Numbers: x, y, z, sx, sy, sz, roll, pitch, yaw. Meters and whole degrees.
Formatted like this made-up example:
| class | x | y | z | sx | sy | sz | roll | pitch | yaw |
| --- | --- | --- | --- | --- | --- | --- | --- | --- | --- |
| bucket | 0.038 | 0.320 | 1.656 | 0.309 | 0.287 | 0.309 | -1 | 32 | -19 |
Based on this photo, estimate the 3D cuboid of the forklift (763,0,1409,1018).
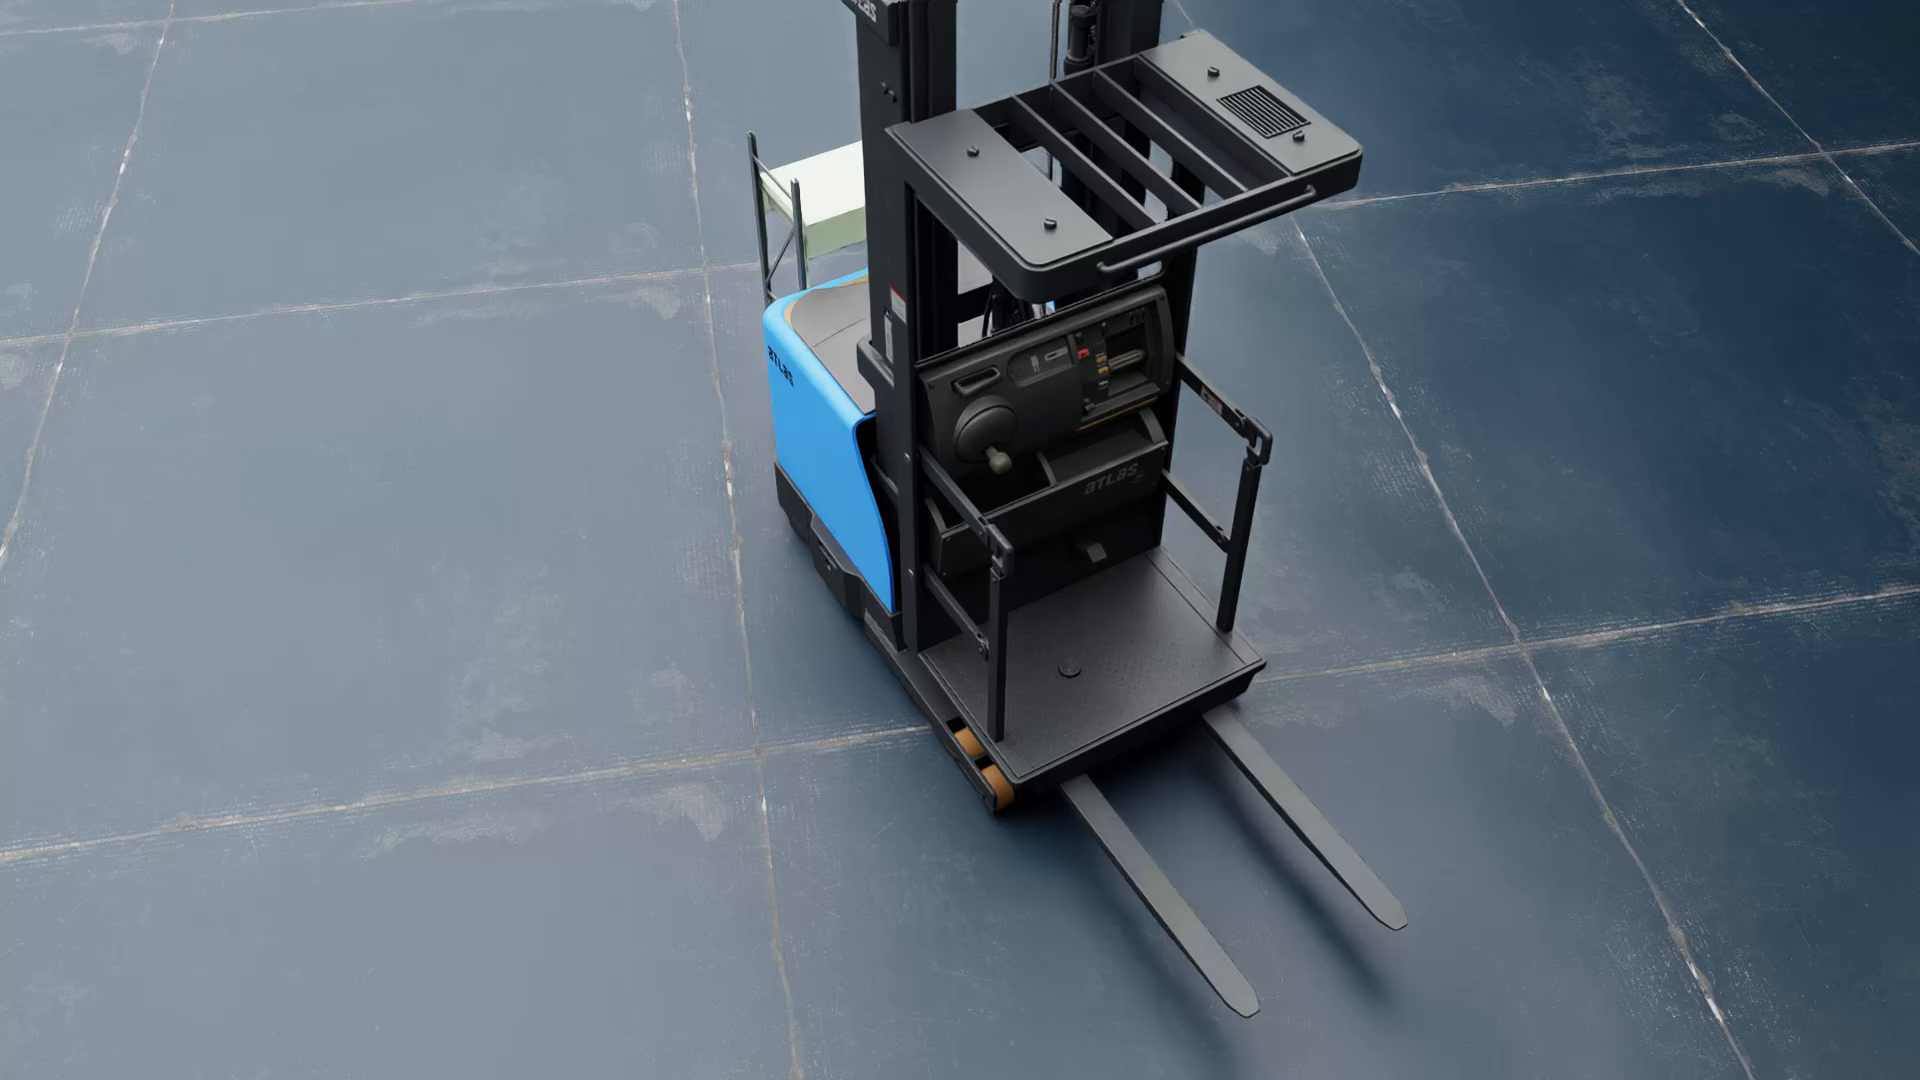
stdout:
| class | x | y | z | sx | sy | sz | roll | pitch | yaw |
| --- | --- | --- | --- | --- | --- | --- | --- | --- | --- |
| forklift | 0.413 | -0.429 | 5.321 | 1.130 | 2.935 | 3.031 | -23 | 50 | -21 |

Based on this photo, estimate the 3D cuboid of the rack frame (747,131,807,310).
| class | x | y | z | sx | sy | sz | roll | pitch | yaw |
| --- | --- | --- | --- | --- | --- | --- | --- | --- | --- |
| rack frame | -0.705 | -0.921 | 6.789 | 0.023 | 1.500 | 0.400 | -23 | 50 | -21 |

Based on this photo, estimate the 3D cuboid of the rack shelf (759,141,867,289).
| class | x | y | z | sx | sy | sz | roll | pitch | yaw |
| --- | --- | --- | --- | --- | --- | --- | --- | --- | --- |
| rack shelf | -0.391 | -1.328 | 6.639 | 0.720 | 0.370 | 0.431 | -23 | 50 | -21 |

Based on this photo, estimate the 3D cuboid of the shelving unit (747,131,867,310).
| class | x | y | z | sx | sy | sz | roll | pitch | yaw |
| --- | --- | --- | --- | --- | --- | --- | --- | --- | --- |
| shelving unit | -0.391 | -1.057 | 6.920 | 0.755 | 1.500 | 0.431 | -23 | 50 | -21 |
